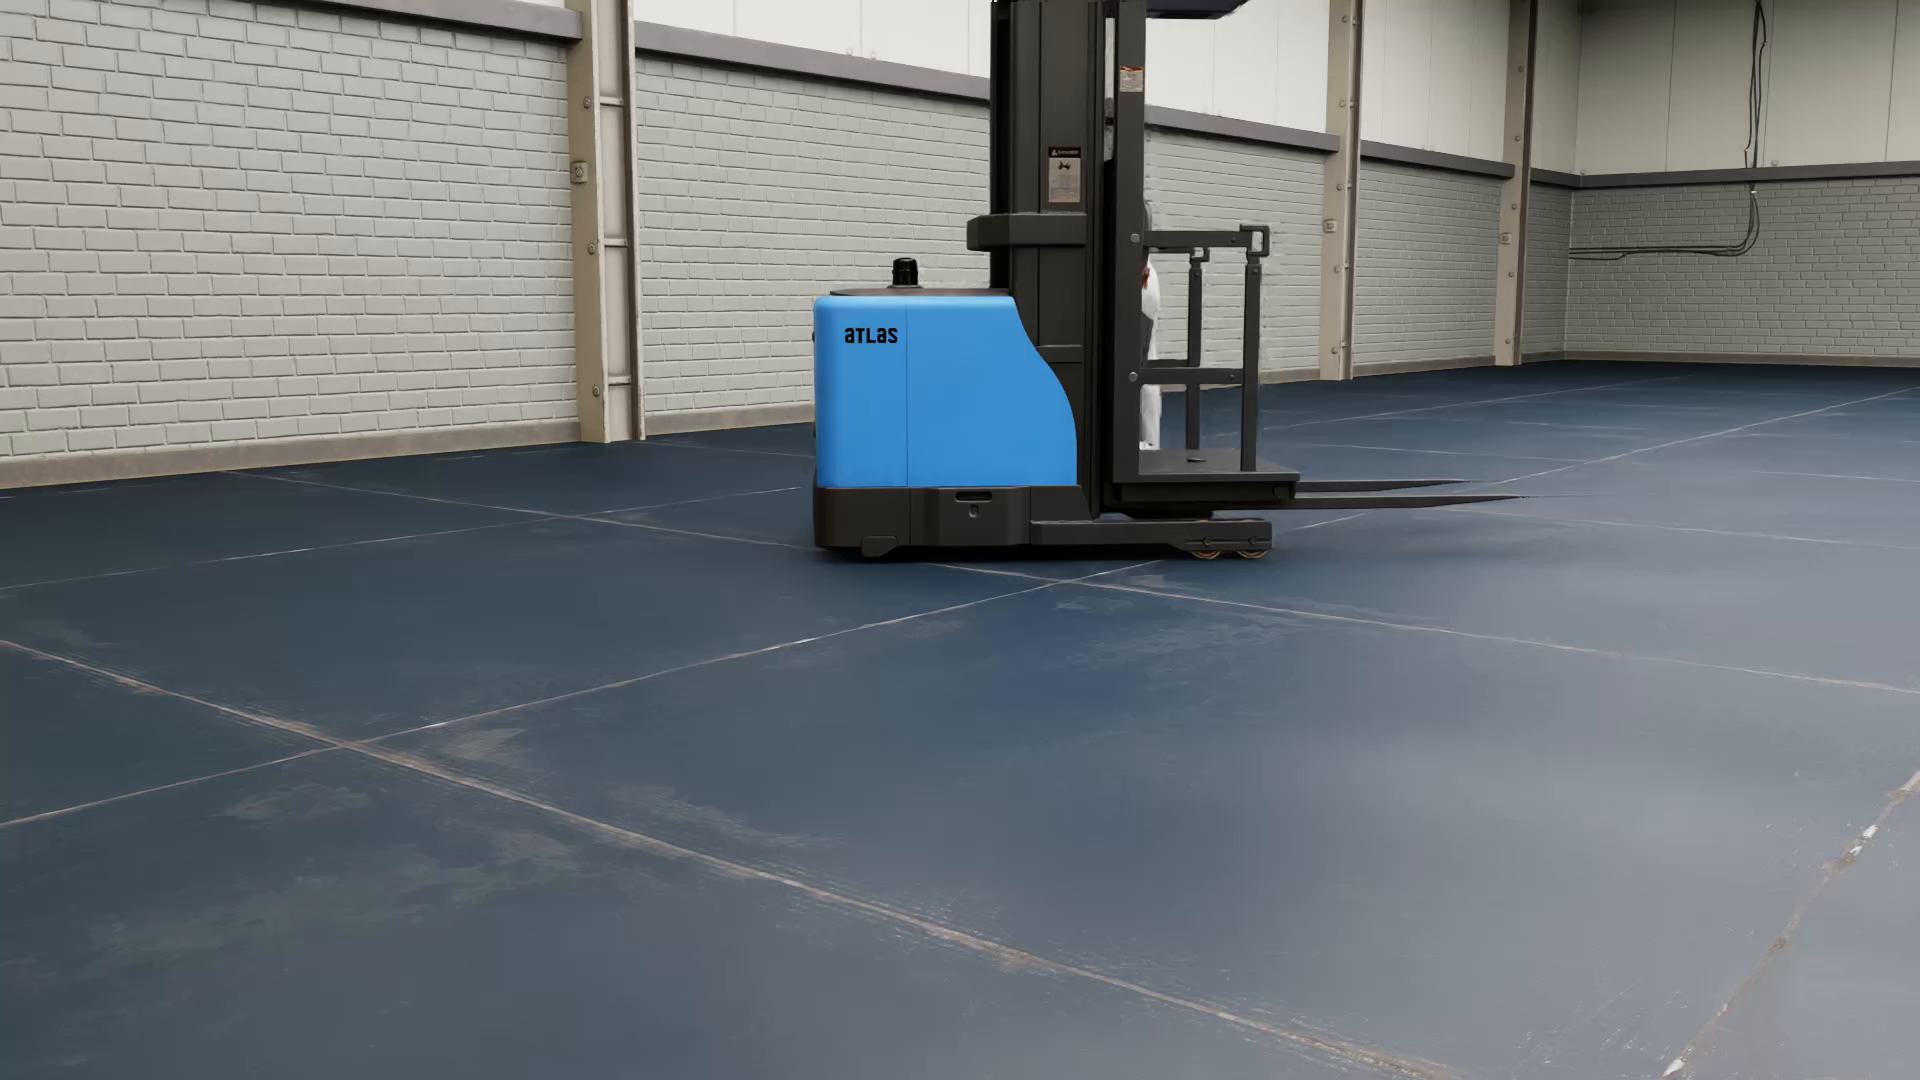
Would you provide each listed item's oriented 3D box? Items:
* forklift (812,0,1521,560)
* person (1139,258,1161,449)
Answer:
[{"bbox_3d":[0.877,-1.445,7.158,3.031,2.935,1.130,-1,8,-5],"label":"forklift"},{"bbox_3d":[0.619,-0.922,8.943,0.933,1.380,0.905,-1,8,-3],"label":"person"}]
